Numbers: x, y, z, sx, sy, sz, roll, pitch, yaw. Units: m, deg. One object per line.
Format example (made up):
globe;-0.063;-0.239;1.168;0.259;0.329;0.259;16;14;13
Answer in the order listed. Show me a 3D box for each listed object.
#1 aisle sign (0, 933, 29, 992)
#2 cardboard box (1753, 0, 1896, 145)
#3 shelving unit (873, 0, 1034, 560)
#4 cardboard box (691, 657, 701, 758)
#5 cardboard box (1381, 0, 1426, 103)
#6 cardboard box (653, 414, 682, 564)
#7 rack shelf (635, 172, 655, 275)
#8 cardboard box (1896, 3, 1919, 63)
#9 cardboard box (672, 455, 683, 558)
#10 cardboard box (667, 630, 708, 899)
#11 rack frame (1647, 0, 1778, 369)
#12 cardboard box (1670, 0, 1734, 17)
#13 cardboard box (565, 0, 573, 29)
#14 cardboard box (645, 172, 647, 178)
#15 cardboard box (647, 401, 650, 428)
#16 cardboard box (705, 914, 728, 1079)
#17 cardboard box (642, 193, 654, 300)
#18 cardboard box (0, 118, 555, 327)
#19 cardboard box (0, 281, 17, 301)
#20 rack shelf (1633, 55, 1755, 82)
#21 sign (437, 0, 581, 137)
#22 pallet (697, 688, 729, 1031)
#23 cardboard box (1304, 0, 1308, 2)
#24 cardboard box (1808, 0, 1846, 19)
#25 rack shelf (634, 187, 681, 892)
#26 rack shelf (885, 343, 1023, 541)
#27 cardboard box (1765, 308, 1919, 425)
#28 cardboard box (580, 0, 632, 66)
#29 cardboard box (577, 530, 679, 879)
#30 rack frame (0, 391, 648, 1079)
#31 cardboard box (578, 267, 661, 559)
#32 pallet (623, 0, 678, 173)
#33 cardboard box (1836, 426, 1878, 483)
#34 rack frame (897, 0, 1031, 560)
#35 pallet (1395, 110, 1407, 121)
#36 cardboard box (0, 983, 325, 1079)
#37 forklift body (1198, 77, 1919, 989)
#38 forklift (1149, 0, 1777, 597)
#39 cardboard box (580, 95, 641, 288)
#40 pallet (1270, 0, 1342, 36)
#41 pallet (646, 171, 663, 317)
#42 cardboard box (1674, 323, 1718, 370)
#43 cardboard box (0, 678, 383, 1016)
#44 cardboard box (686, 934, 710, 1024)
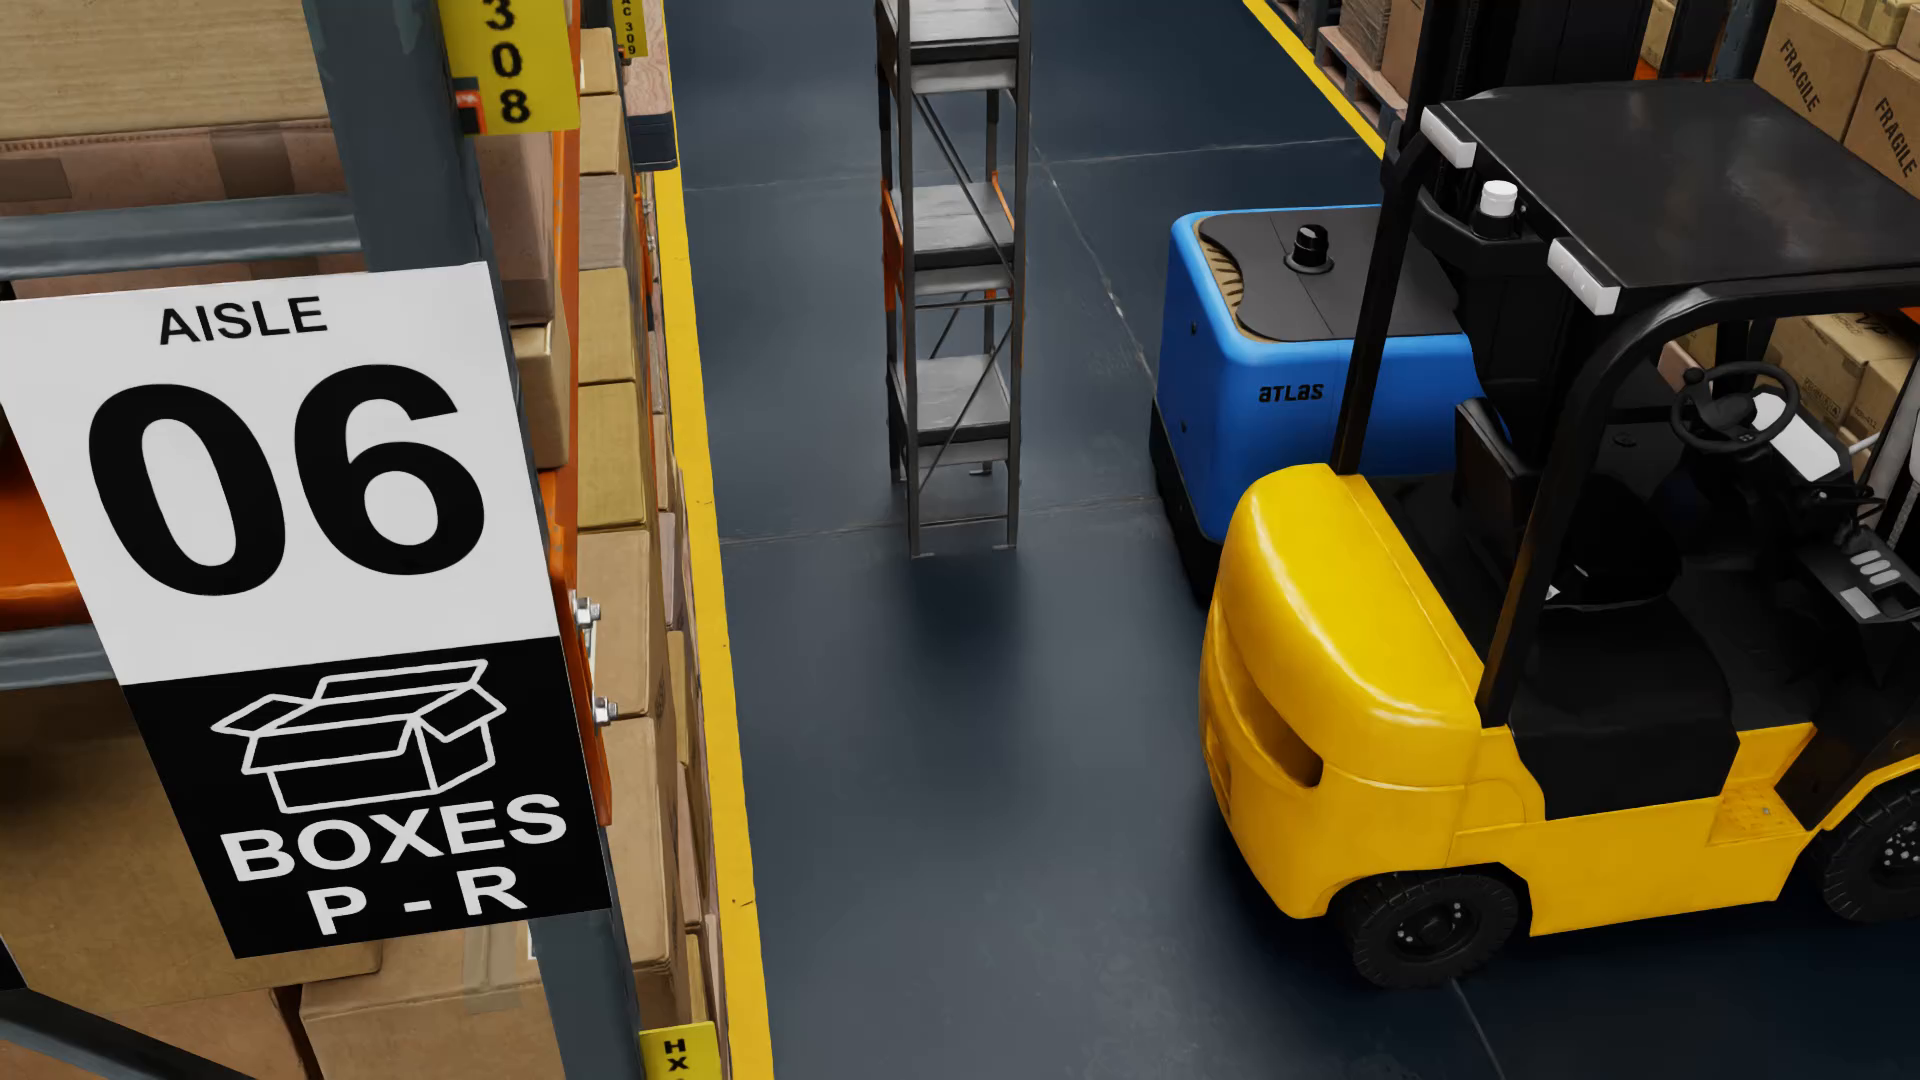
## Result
aisle sign;-1.163;0.175;1.461;0.394;0.787;0.004;-6;38;-8
cardboard box;3.117;-1.563;5.735;0.500;0.500;0.500;-7;38;-9
shelving unit;-0.029;-0.929;5.735;0.431;2.100;0.503;-6;38;-8
cardboard box;-1.034;0.593;4.941;0.500;0.250;0.500;-6;38;-7
cardboard box;2.813;-2.692;8.863;0.875;0.625;0.625;-5;38;-6
cardboard box;-1.131;-0.024;5.124;0.500;0.500;0.500;-6;38;-7
rack shelf;-1.940;-2.207;7.233;1.077;0.370;4.000;-6;38;-8
cardboard box;3.213;-1.584;5.233;0.380;0.149;0.250;-6;38;-8
cardboard box;-1.221;-0.035;5.749;0.500;0.250;0.500;-5;38;-6
cardboard box;-0.938;0.606;4.313;0.500;0.500;0.500;-6;38;-7
rack frame;3.296;-1.820;6.147;1.000;3.000;0.127;-6;38;-8
cardboard box;2.959;-2.227;6.386;0.500;0.250;0.500;-7;38;-9
cardboard box;-0.857;-0.968;2.811;0.380;0.149;0.250;-6;38;-7
cardboard box;-2.064;-2.040;8.231;0.950;0.372;0.625;-7;38;-9
cardboard box;-1.052;-0.410;4.537;0.380;0.149;0.250;-7;38;-9
cardboard box;-0.840;1.226;4.125;0.500;0.250;0.500;-5;38;-6
cardboard box;-1.813;-1.162;7.100;0.950;0.372;0.625;-4;38;-5
cardboard box;-0.714;-0.443;1.810;0.500;0.250;0.500;-7;38;-9
cardboard box;-1.243;-0.390;1.742;0.500;0.250;0.500;-7;38;-9
rack shelf;2.946;-2.743;7.923;1.077;0.370;4.000;-6;38;-8
sign;-0.354;-0.456;1.234;0.100;0.325;0.005;-6;38;-8
pallet;-1.220;0.958;4.845;1.003;0.211;1.213;-6;38;-8
cardboard box;2.309;-3.647;10.194;0.500;0.500;0.500;-5;38;-7
cardboard box;3.093;-1.894;5.633;0.380;0.149;0.250;-7;38;-9
rack shelf;-1.239;0.209;4.123;1.077;0.370;4.000;-6;38;-8
rack shelf;-0.029;-0.366;6.172;0.431;0.518;0.480;-6;38;-8
cardboard box;3.152;-0.659;5.737;0.500;0.250;0.500;-6;38;-8
cardboard box;-1.390;-1.920;5.610;0.500;0.500;0.500;-5;38;-7
cardboard box;-0.792;0.347;3.034;0.500;0.500;0.500;-5;38;-7
rack frame;-0.888;1.133;2.347;1.000;3.000;0.127;-6;38;-8
cardboard box;-0.980;-0.267;3.824;0.500;0.500;0.500;-7;38;-9
pallet;-1.580;-1.685;6.130;1.003;0.211;1.213;-6;38;-8
cardboard box;3.244;-0.163;5.506;0.500;0.250;0.500;-7;38;-8
rack frame;0.014;-0.782;5.545;0.400;2.100;0.015;-6;38;-8
pallet;2.912;-1.898;8.521;1.003;0.211;1.213;-6;38;-8
cardboard box;-1.255;0.677;2.609;0.500;0.500;0.500;-7;38;-9
forklift body;1.869;-0.018;4.519;2.313;2.155;1.214;-6;38;-8
forklift;2.298;-1.294;5.527;3.031;2.935;1.130;-3;38;-4
cardboard box;-1.170;-0.889;4.625;0.500;0.500;0.500;-5;38;-6
pallet;2.502;-3.589;10.698;1.003;0.211;1.213;-6;38;-8
pallet;-1.945;-1.391;7.868;1.003;0.211;1.213;-6;38;-8
cardboard box;3.077;-0.772;6.290;0.500;0.250;0.500;-6;38;-8
cardboard box;-1.193;0.296;2.285;0.700;0.500;0.500;-7;38;-9
cardboard box;-0.762;1.225;3.516;0.500;0.500;0.500;-7;38;-9
